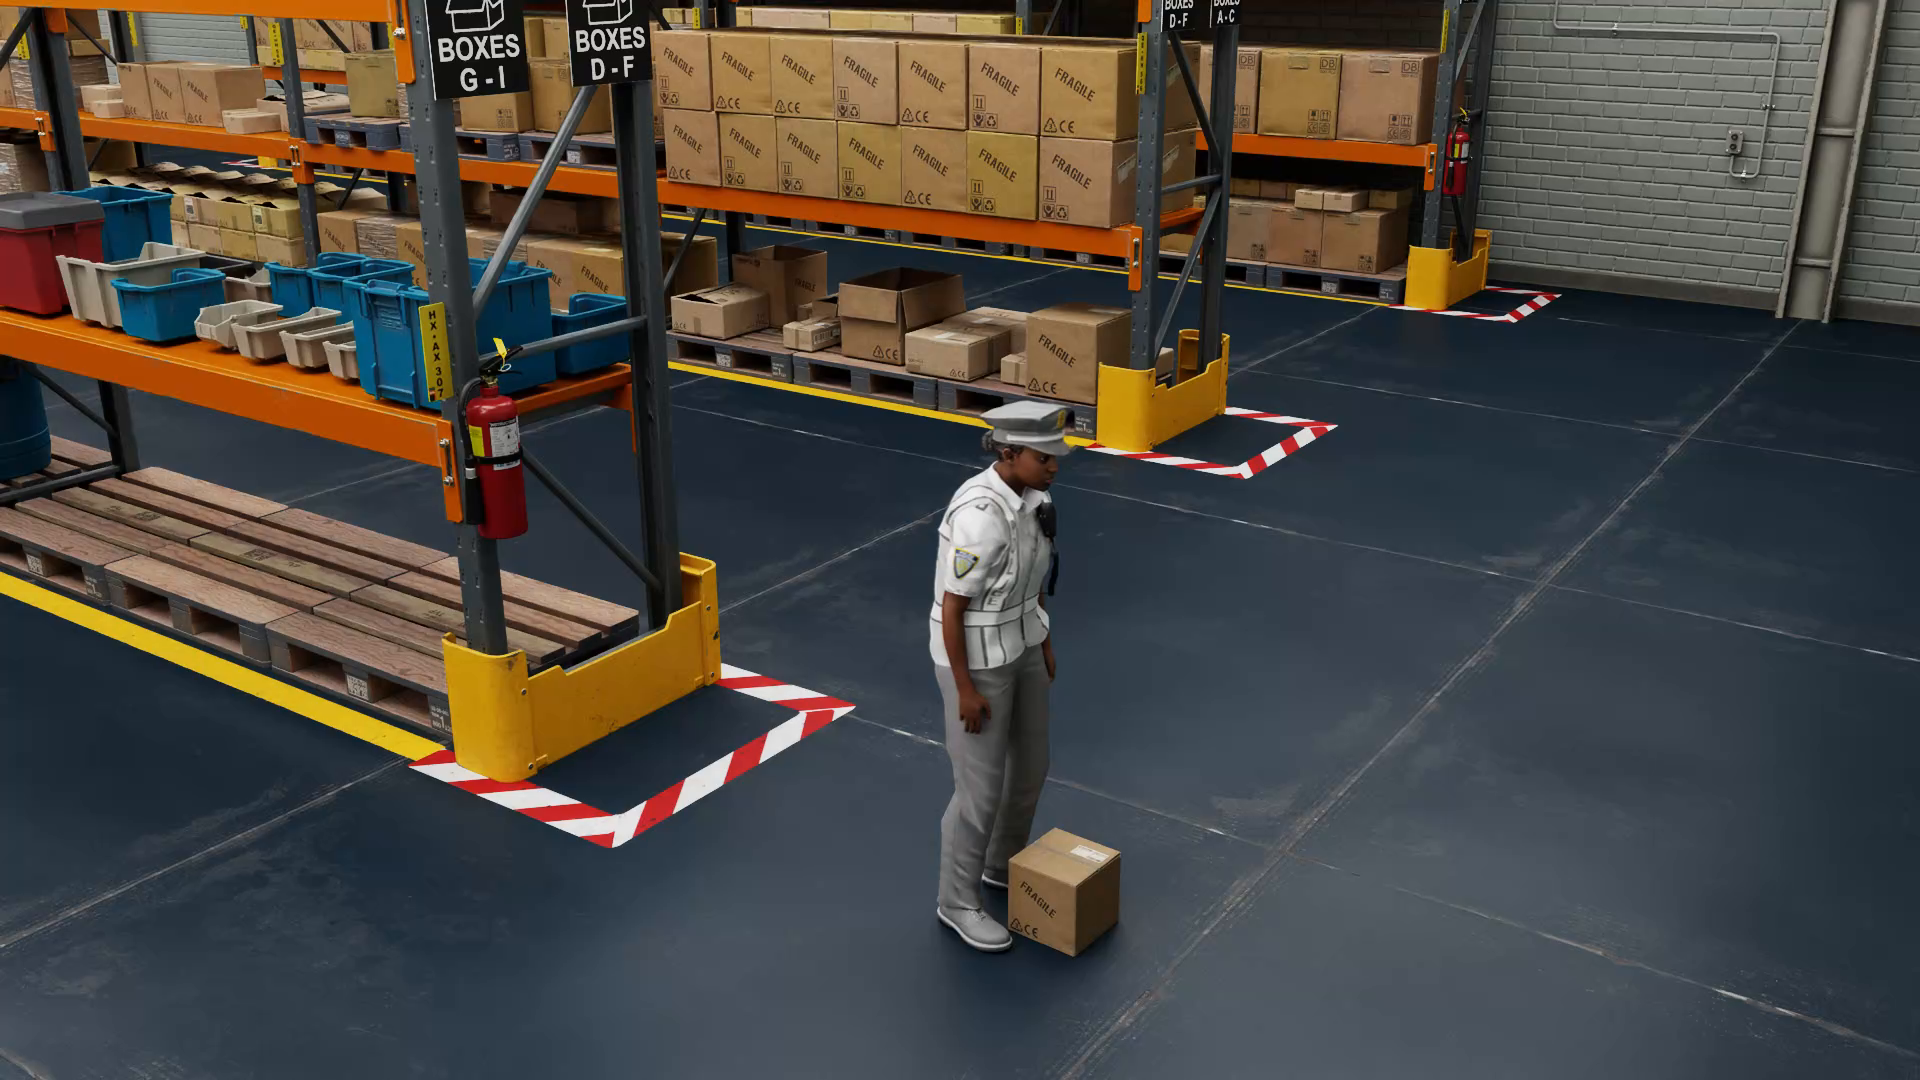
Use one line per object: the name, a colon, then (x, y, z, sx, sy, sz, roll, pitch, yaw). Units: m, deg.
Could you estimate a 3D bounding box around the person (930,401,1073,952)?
person: (0.123, 0.383, 5.020, 0.397, 1.658, 0.509, 13, 24, 32)
